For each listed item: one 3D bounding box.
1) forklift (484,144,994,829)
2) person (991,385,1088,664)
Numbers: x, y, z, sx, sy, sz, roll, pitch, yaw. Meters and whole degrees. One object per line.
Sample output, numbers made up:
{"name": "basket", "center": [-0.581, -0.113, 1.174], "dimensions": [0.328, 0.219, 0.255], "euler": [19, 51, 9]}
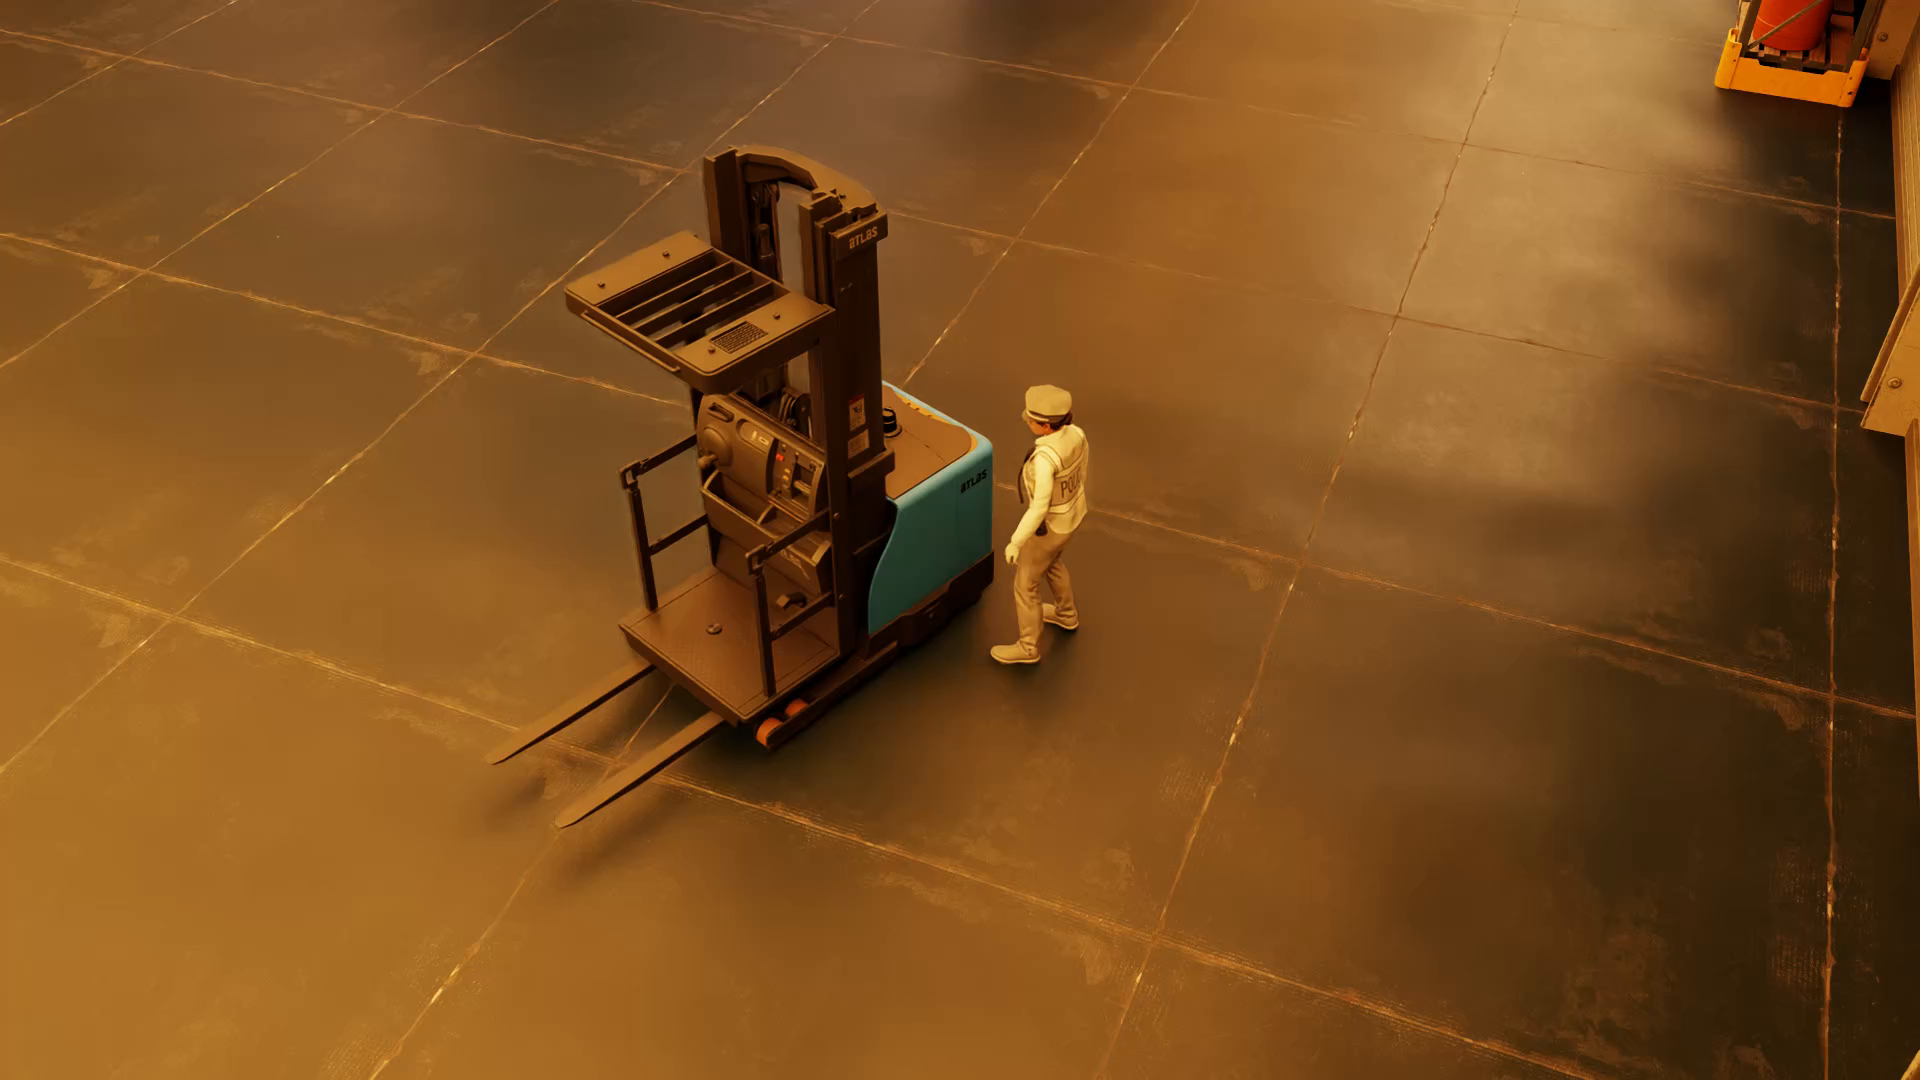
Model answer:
{"name": "forklift", "center": [-1.177, -0.377, 8.456], "dimensions": [1.130, 2.935, 3.031], "euler": [31, 49, 32]}
{"name": "person", "center": [0.479, -0.104, 9.140], "dimensions": [0.376, 1.641, 0.713], "euler": [17, 43, 19]}
